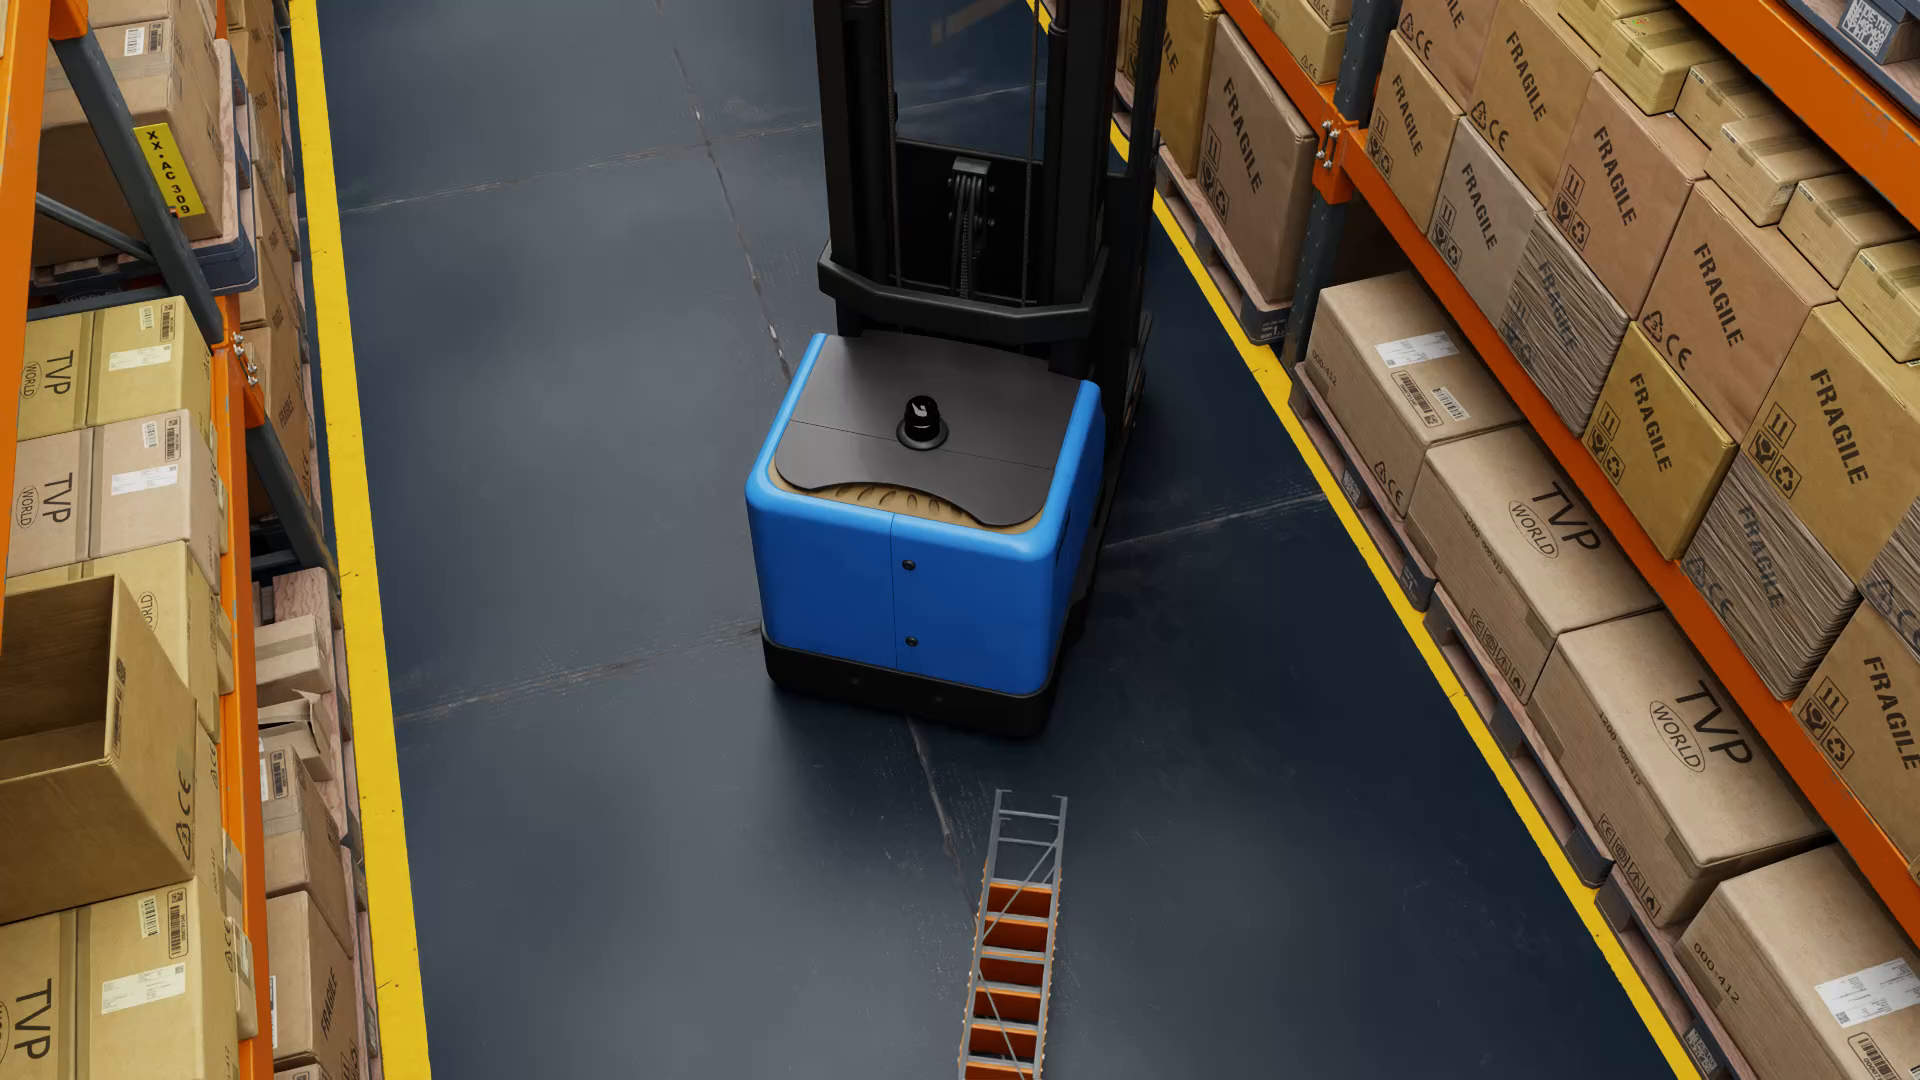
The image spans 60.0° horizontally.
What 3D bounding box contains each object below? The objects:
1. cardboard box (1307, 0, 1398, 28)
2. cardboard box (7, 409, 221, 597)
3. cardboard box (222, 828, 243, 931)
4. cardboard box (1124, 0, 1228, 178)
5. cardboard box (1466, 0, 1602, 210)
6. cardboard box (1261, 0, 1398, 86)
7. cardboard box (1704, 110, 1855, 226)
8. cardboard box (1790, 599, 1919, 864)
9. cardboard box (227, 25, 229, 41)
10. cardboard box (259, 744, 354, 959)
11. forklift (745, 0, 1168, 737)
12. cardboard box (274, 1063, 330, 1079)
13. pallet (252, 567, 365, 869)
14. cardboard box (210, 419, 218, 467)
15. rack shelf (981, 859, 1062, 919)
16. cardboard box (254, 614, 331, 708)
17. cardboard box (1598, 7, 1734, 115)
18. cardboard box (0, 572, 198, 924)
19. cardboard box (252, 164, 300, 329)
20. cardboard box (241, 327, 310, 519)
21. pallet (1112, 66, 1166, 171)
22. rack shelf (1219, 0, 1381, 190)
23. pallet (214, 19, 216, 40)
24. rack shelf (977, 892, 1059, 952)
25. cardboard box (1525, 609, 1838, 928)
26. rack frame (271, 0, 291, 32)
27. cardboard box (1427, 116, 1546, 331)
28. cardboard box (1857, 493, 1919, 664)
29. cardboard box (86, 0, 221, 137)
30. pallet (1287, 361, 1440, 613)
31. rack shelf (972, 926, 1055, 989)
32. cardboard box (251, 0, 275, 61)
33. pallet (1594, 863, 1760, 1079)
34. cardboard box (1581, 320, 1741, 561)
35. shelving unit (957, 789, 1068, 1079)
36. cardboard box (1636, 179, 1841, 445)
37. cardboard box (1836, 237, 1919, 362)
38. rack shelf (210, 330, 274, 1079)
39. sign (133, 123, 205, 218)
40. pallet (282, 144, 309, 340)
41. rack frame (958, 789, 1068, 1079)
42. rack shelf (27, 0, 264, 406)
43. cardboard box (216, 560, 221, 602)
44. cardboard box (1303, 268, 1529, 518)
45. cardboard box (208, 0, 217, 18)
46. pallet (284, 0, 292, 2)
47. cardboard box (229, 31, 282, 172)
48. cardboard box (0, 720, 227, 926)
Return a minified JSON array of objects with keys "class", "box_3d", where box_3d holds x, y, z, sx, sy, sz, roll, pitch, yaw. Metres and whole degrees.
[{"class":"cardboard box","box_3d":[1.516,-2.189,6.194,0.500,0.250,0.500,-13,51,-11]},{"class":"cardboard box","box_3d":[-2.316,-0.053,4.526,0.500,0.250,0.500,-13,51,-11]},{"class":"cardboard box","box_3d":[-1.945,0.876,4.003,0.380,0.149,0.250,-12,51,-10]},{"class":"cardboard box","box_3d":[1.344,-2.353,7.676,0.875,0.875,0.875,-12,51,-10]},{"class":"cardboard box","box_3d":[1.931,-1.391,5.031,0.500,0.500,0.500,-14,51,-11]},{"class":"cardboard box","box_3d":[1.505,-2.032,6.389,0.500,0.250,0.500,-14,51,-12]},{"class":"cardboard box","box_3d":[2.156,-0.967,4.249,0.380,0.149,0.250,-13,51,-11]},{"class":"cardboard box","box_3d":[2.532,0.417,4.160,0.500,0.500,0.500,-14,51,-12]},{"class":"cardboard box","box_3d":[-3.477,-2.243,7.405,0.380,0.149,0.250,-12,51,-10]},{"class":"cardboard box","box_3d":[-2.292,1.048,5.055,0.700,0.500,0.500,-15,52,-12]},{"class":"forklift","box_3d":[0.156,-1.408,5.810,1.130,2.935,3.031,11,51,9]},{"class":"cardboard box","box_3d":[-1.985,1.806,4.415,0.700,0.500,0.500,-11,51,-9]},{"class":"pallet","box_3d":[-2.660,0.716,5.798,1.003,0.211,1.213,-13,51,-11]},{"class":"cardboard box","box_3d":[-2.429,-0.242,4.946,0.380,0.149,0.250,-12,51,-10]},{"class":"rack shelf","box_3d":[0.201,1.147,5.442,0.258,0.180,0.103,6,50,5]},{"class":"cardboard box","box_3d":[-2.417,0.440,5.797,0.380,0.149,0.250,-15,51,-12]},{"class":"cardboard box","box_3d":[1.996,-1.327,4.553,0.380,0.149,0.250,-15,51,-12]},{"class":"cardboard box","box_3d":[-2.000,0.460,3.603,0.500,0.500,0.500,-12,51,-10]},{"class":"cardboard box","box_3d":[-3.101,-1.170,6.925,0.500,0.500,0.500,-15,51,-12]},{"class":"cardboard box","box_3d":[-2.790,-0.418,6.291,0.500,0.500,0.500,-11,51,-9]},{"class":"pallet","box_3d":[1.214,-2.350,8.383,1.003,0.211,1.213,-13,51,-11]},{"class":"rack shelf","box_3d":[1.287,-3.038,7.610,1.077,0.370,4.000,-13,51,-11]},{"class":"pallet","box_3d":[-3.466,-2.125,6.494,1.003,0.211,1.213,-13,51,-11]},{"class":"rack shelf","box_3d":[0.186,1.239,5.366,0.258,0.180,0.103,6,50,5]},{"class":"cardboard box","box_3d":[2.492,0.677,5.408,0.875,0.438,0.875,-12,51,-10]},{"class":"rack frame","box_3d":[-4.045,-3.606,7.618,1.000,3.000,0.127,-13,51,-11]},{"class":"cardboard box","box_3d":[1.912,-1.071,5.415,0.500,0.500,0.500,-13,51,-11]},{"class":"cardboard box","box_3d":[2.509,0.084,3.787,0.500,0.500,0.500,-13,51,-11]},{"class":"cardboard box","box_3d":[-2.945,-1.634,5.615,0.700,0.500,0.500,-13,51,-11]},{"class":"pallet","box_3d":[2.028,-0.337,6.686,1.003,0.211,1.213,-13,51,-11]},{"class":"rack shelf","box_3d":[0.170,1.330,5.290,0.258,0.180,0.103,6,50,5]},{"class":"cardboard box","box_3d":[-3.715,-2.675,8.193,0.500,0.500,0.500,-12,51,-10]},{"class":"pallet","box_3d":[2.750,1.445,5.184,1.003,0.211,1.213,-13,51,-11]},{"class":"cardboard box","box_3d":[2.205,-0.330,4.791,0.500,0.500,0.500,-12,51,-10]},{"class":"shelving unit","box_3d":[0.164,1.364,5.262,0.258,0.189,1.200,6,50,5]},{"class":"cardboard box","box_3d":[2.218,-0.645,4.403,0.500,0.500,0.500,-14,51,-11]},{"class":"cardboard box","box_3d":[2.334,-0.588,3.930,0.380,0.149,0.250,-12,51,-10]},{"class":"rack shelf","box_3d":[-2.271,1.008,4.198,1.077,0.370,4.000,-13,51,-11]},{"class":"sign","box_3d":[-2.346,-1.092,4.932,0.100,0.325,0.005,-13,51,-11]},{"class":"pallet","box_3d":[-3.503,-1.264,7.467,1.003,0.211,1.213,-13,51,-11]},{"class":"rack frame","box_3d":[0.164,1.305,5.191,0.240,0.006,1.200,6,50,5]},{"class":"rack shelf","box_3d":[-3.454,-1.913,6.661,1.077,0.370,4.000,-13,51,-11]},{"class":"cardboard box","box_3d":[-2.277,0.140,4.624,0.380,0.149,0.250,-12,51,-10]},{"class":"cardboard box","box_3d":[1.961,-0.636,6.515,0.875,0.438,0.875,-14,51,-12]},{"class":"cardboard box","box_3d":[-3.177,-2.207,6.098,0.700,0.500,0.500,-14,51,-11]},{"class":"pallet","box_3d":[-4.251,-3.317,9.198,1.003,0.211,1.213,-13,51,-11]},{"class":"cardboard box","box_3d":[-3.420,-1.926,7.561,0.500,0.500,0.500,-11,51,-9]},{"class":"cardboard box","box_3d":[-2.030,0.691,3.899,0.500,0.250,0.500,-15,51,-12]}]
